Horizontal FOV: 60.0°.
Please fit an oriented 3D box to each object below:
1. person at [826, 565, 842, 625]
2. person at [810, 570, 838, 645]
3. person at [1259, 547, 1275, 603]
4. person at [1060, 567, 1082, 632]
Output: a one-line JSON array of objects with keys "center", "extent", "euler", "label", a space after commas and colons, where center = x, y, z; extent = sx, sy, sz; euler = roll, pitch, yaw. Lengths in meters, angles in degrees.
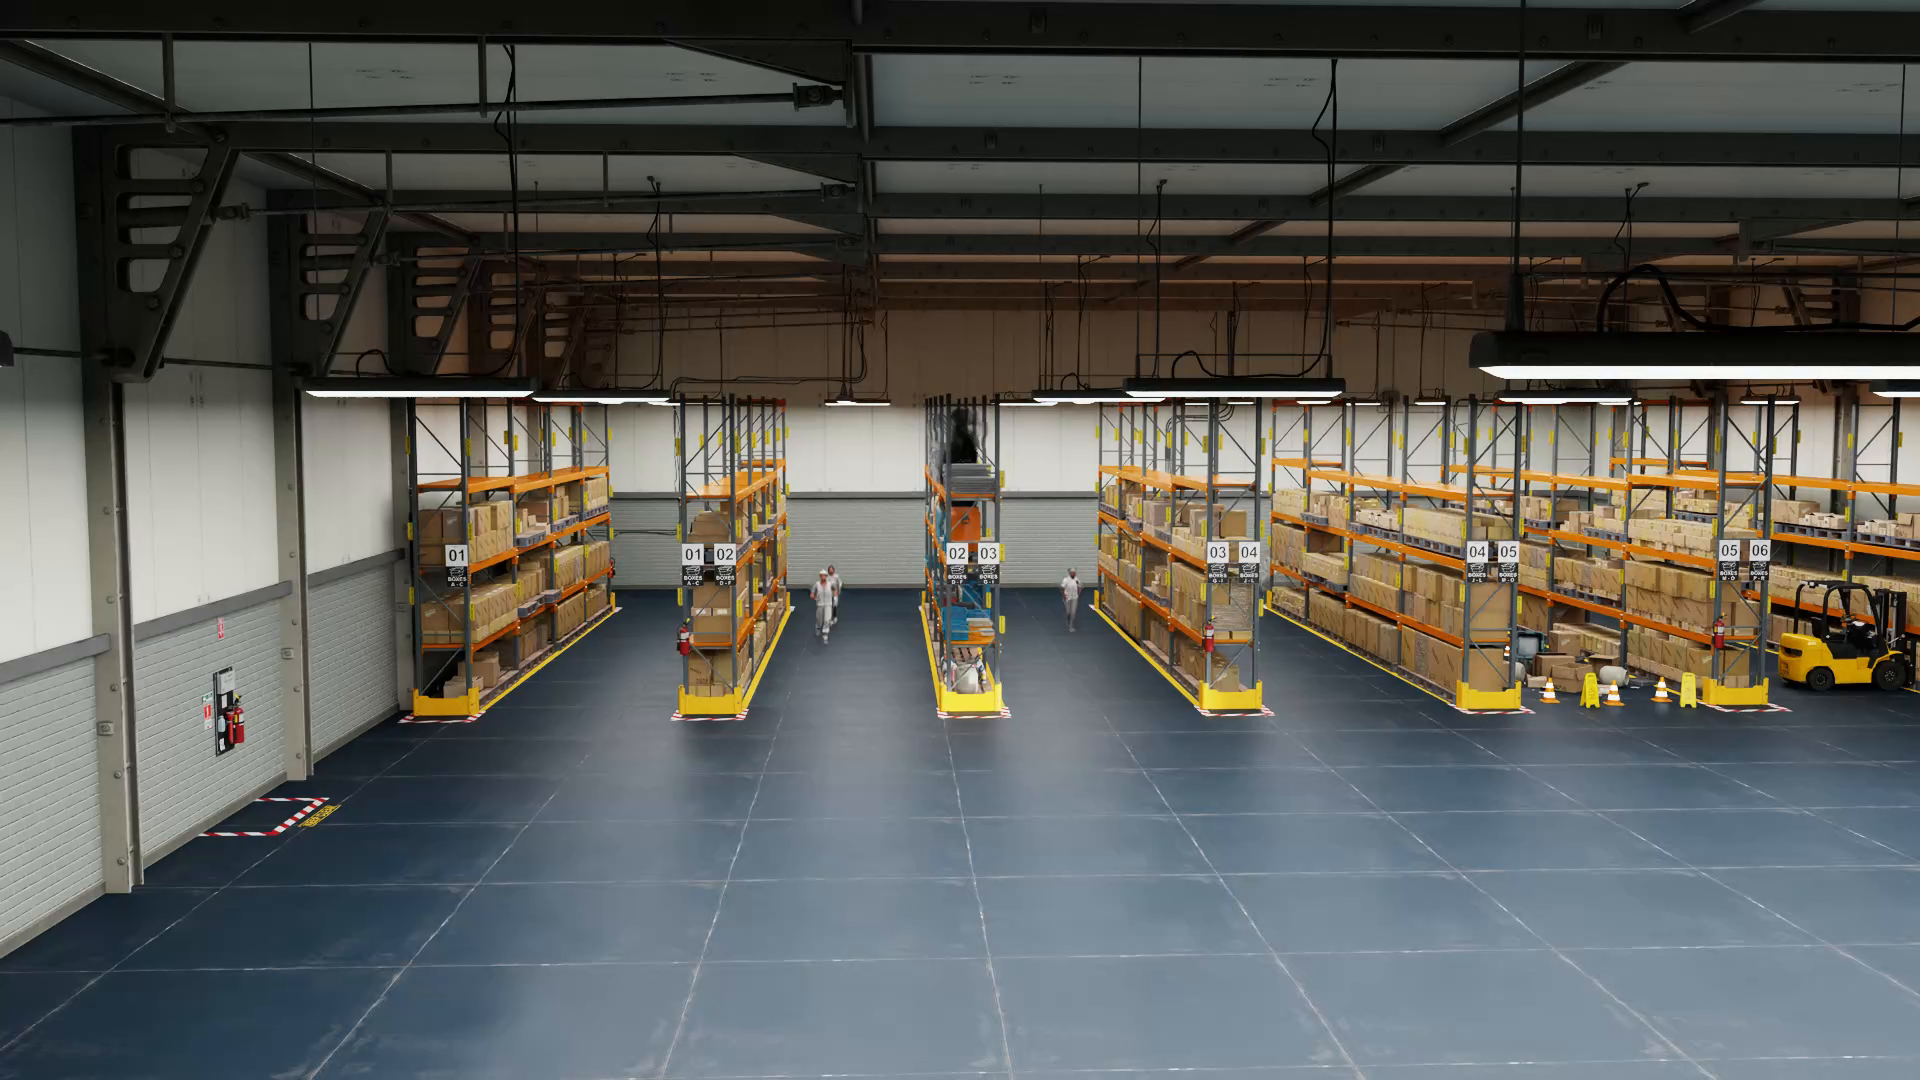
[{"center": [-3.371, 1.455, 43.888], "extent": [0.511, 1.567, 0.636], "euler": [0, 5, -4], "label": "person"}, {"center": [-3.323, 1.626, 40.669], "extent": [0.667, 1.786, 0.956], "euler": [-1, 5, -7], "label": "person"}, {"center": [9.075, 1.035, 48.954], "extent": [0.606, 1.654, 0.676], "euler": [1, 5, 7], "label": "person"}, {"center": [2.863, 1.518, 42.852], "extent": [0.574, 1.673, 0.525], "euler": [-1, 5, -9], "label": "person"}]
